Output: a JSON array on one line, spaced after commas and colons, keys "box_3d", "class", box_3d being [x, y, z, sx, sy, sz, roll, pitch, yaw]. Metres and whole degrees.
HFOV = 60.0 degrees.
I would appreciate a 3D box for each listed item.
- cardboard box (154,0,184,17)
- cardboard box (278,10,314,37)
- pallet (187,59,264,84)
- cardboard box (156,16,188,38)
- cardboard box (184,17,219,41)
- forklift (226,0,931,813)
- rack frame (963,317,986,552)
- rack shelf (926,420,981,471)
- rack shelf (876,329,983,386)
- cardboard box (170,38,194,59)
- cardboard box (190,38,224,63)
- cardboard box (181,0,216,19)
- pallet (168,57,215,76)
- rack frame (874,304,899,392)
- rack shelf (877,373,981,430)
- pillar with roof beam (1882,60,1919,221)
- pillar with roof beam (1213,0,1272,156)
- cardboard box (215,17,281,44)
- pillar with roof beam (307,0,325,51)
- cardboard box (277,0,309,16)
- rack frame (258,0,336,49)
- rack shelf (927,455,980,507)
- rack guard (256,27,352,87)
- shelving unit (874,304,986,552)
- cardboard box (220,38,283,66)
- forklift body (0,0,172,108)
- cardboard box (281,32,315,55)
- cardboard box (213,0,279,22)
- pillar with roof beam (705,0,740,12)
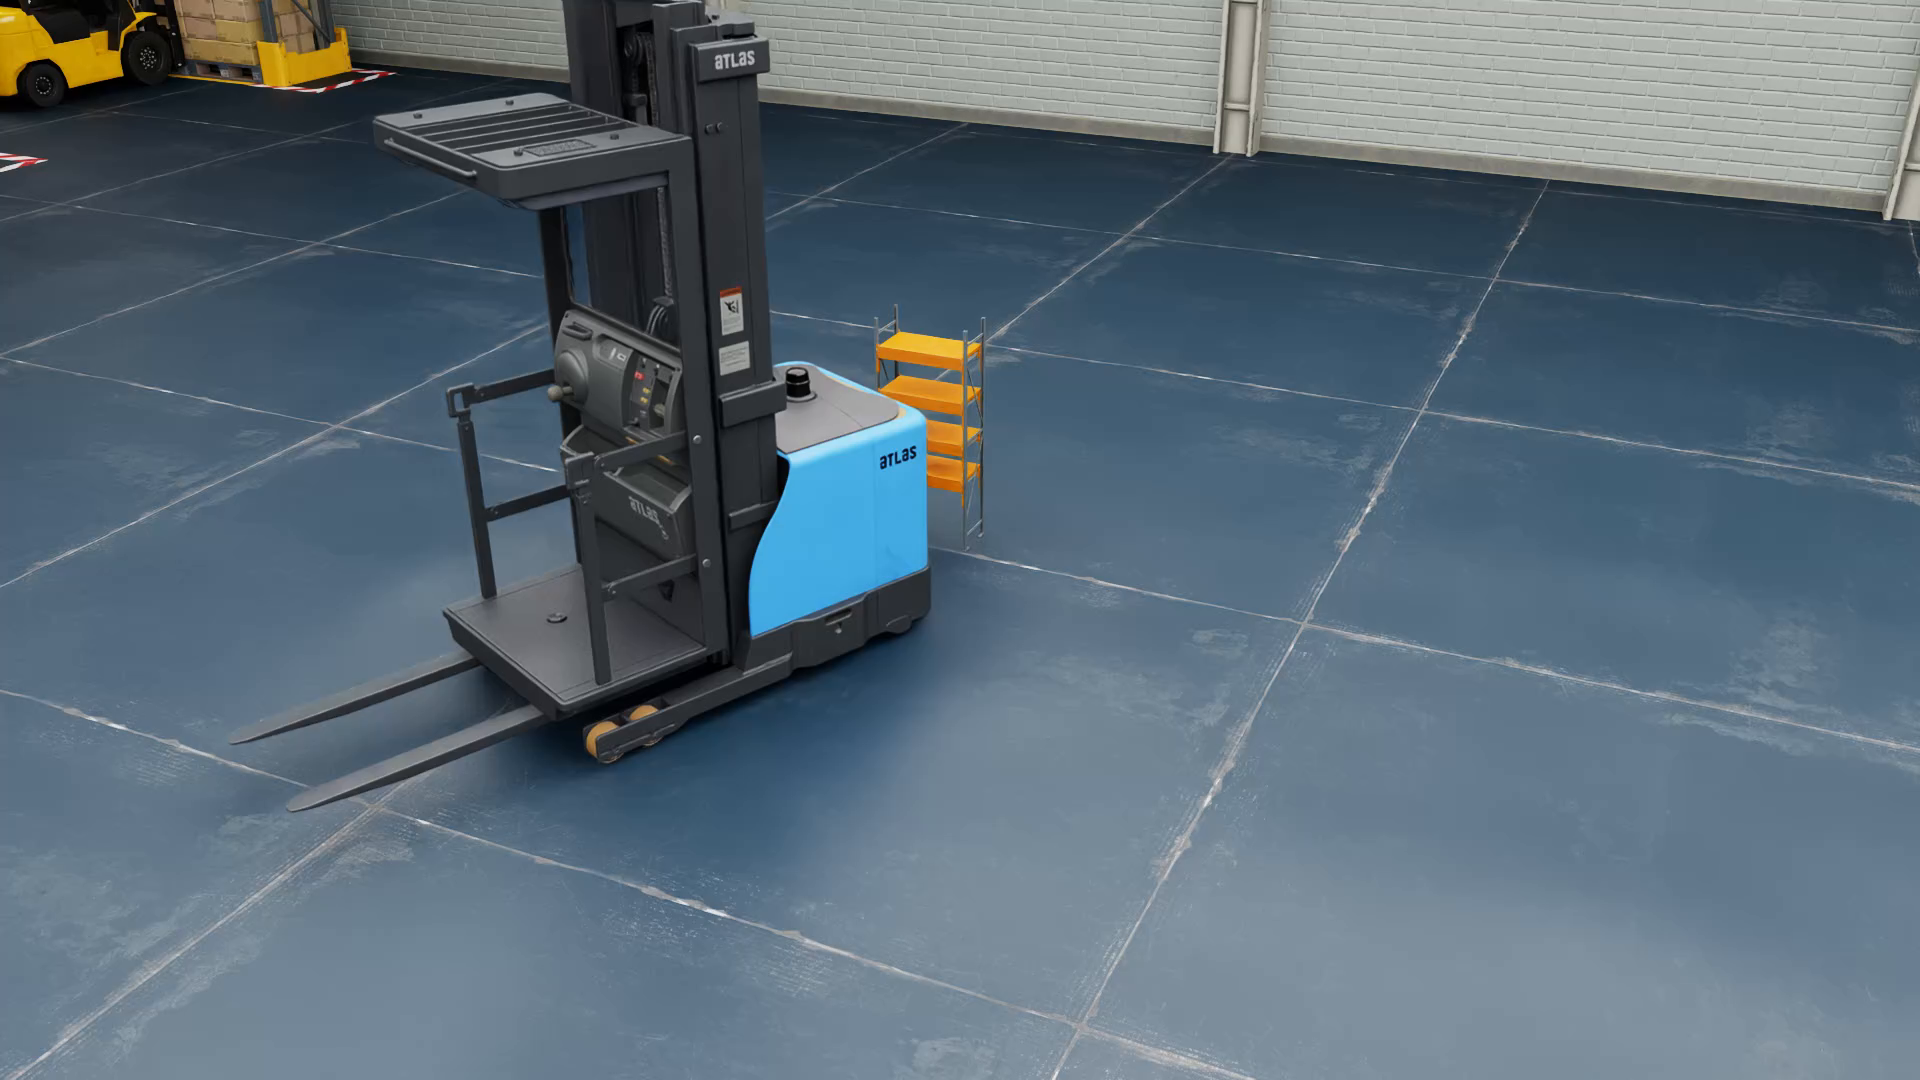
[{"box_3d": [-9.374, -6.485, 20.032, 0.500, 0.250, 0.500, 12, 29, 22], "class": "cardboard box"}, {"box_3d": [-8.237, -6.293, 20.206, 0.500, 0.250, 0.500, 12, 29, 23], "class": "cardboard box"}, {"box_3d": [-8.609, -5.816, 20.324, 1.213, 0.211, 1.003, 11, 28, 22], "class": "pallet"}, {"box_3d": [-9.398, -6.268, 20.157, 0.500, 0.250, 0.500, 11, 28, 21], "class": "cardboard box"}, {"box_3d": [-8.920, -6.182, 19.983, 0.500, 0.250, 0.500, 11, 28, 21], "class": "cardboard box"}, {"box_3d": [-1.577, -0.655, 6.762, 3.031, 2.935, 1.130, -21, 33, -36], "class": "forklift"}, {"box_3d": [0.071, -0.524, 8.456, 0.015, 1.200, 0.240, 11, 28, 22], "class": "rack frame"}, {"box_3d": [-0.151, -0.508, 8.576, 0.480, 0.148, 0.258, 11, 28, 22], "class": "rack shelf"}, {"box_3d": [-0.151, -0.921, 8.373, 0.480, 0.148, 0.258, 11, 28, 22], "class": "rack shelf"}, {"box_3d": [-9.354, -6.047, 20.275, 0.500, 0.250, 0.500, 12, 29, 22], "class": "cardboard box"}, {"box_3d": [-8.902, -5.952, 20.082, 0.500, 0.250, 0.500, 11, 28, 22], "class": "cardboard box"}, {"box_3d": [-8.911, -6.397, 19.853, 0.500, 0.250, 0.500, 12, 29, 23], "class": "cardboard box"}, {"box_3d": [-9.715, -6.040, 20.778, 1.213, 0.211, 1.003, 11, 28, 22], "class": "pallet"}, {"box_3d": [-0.373, -0.613, 8.637, 0.015, 1.200, 0.240, 11, 28, 22], "class": "rack frame"}, {"box_3d": [-0.151, -0.709, 8.477, 0.480, 0.148, 0.258, 11, 28, 22], "class": "rack shelf"}, {"box_3d": [6.448, -5.103, 8.927, 0.400, 9.000, 9.100, 11, 28, 22], "class": "pillar with roof beam"}, {"box_3d": [0.986, -6.200, 11.155, 0.400, 9.000, 9.100, 11, 28, 22], "class": "pillar with roof beam"}, {"box_3d": [-8.468, -6.086, 19.788, 0.500, 0.250, 0.500, 11, 28, 21], "class": "cardboard box"}, {"box_3d": [-9.938, -8.394, 15.612, 0.400, 9.000, 9.100, 11, 28, 22], "class": "pillar with roof beam"}, {"box_3d": [-8.254, -6.511, 20.085, 0.500, 0.250, 0.500, 11, 28, 21], "class": "cardboard box"}, {"box_3d": [-7.895, -6.944, 19.458, 0.127, 3.000, 1.000, 11, 28, 22], "class": "rack frame"}, {"box_3d": [-0.151, -0.330, 8.664, 0.480, 0.148, 0.258, 11, 28, 22], "class": "rack shelf"}, {"box_3d": [-7.873, -5.818, 20.001, 0.348, 0.500, 1.175, 11, 28, 22], "class": "rack guard"}, {"box_3d": [-0.151, -0.569, 8.546, 0.503, 1.200, 0.258, 11, 28, 22], "class": "shelving unit"}, {"box_3d": [-8.454, -5.858, 19.889, 0.500, 0.250, 0.500, 12, 28, 22], "class": "cardboard box"}, {"box_3d": [-10.377, -6.176, 18.860, 1.214, 2.155, 2.313, 11, 28, 22], "class": "forklift body"}, {"box_3d": [-8.261, -6.067, 20.315, 0.500, 0.250, 0.500, 11, 28, 22], "class": "cardboard box"}, {"box_3d": [-8.443, -6.306, 19.668, 0.500, 0.250, 0.500, 12, 29, 24], "class": "cardboard box"}, {"box_3d": [-4.476, -7.297, 13.384, 0.400, 9.000, 9.100, 11, 28, 22], "class": "pillar with roof beam"}]
